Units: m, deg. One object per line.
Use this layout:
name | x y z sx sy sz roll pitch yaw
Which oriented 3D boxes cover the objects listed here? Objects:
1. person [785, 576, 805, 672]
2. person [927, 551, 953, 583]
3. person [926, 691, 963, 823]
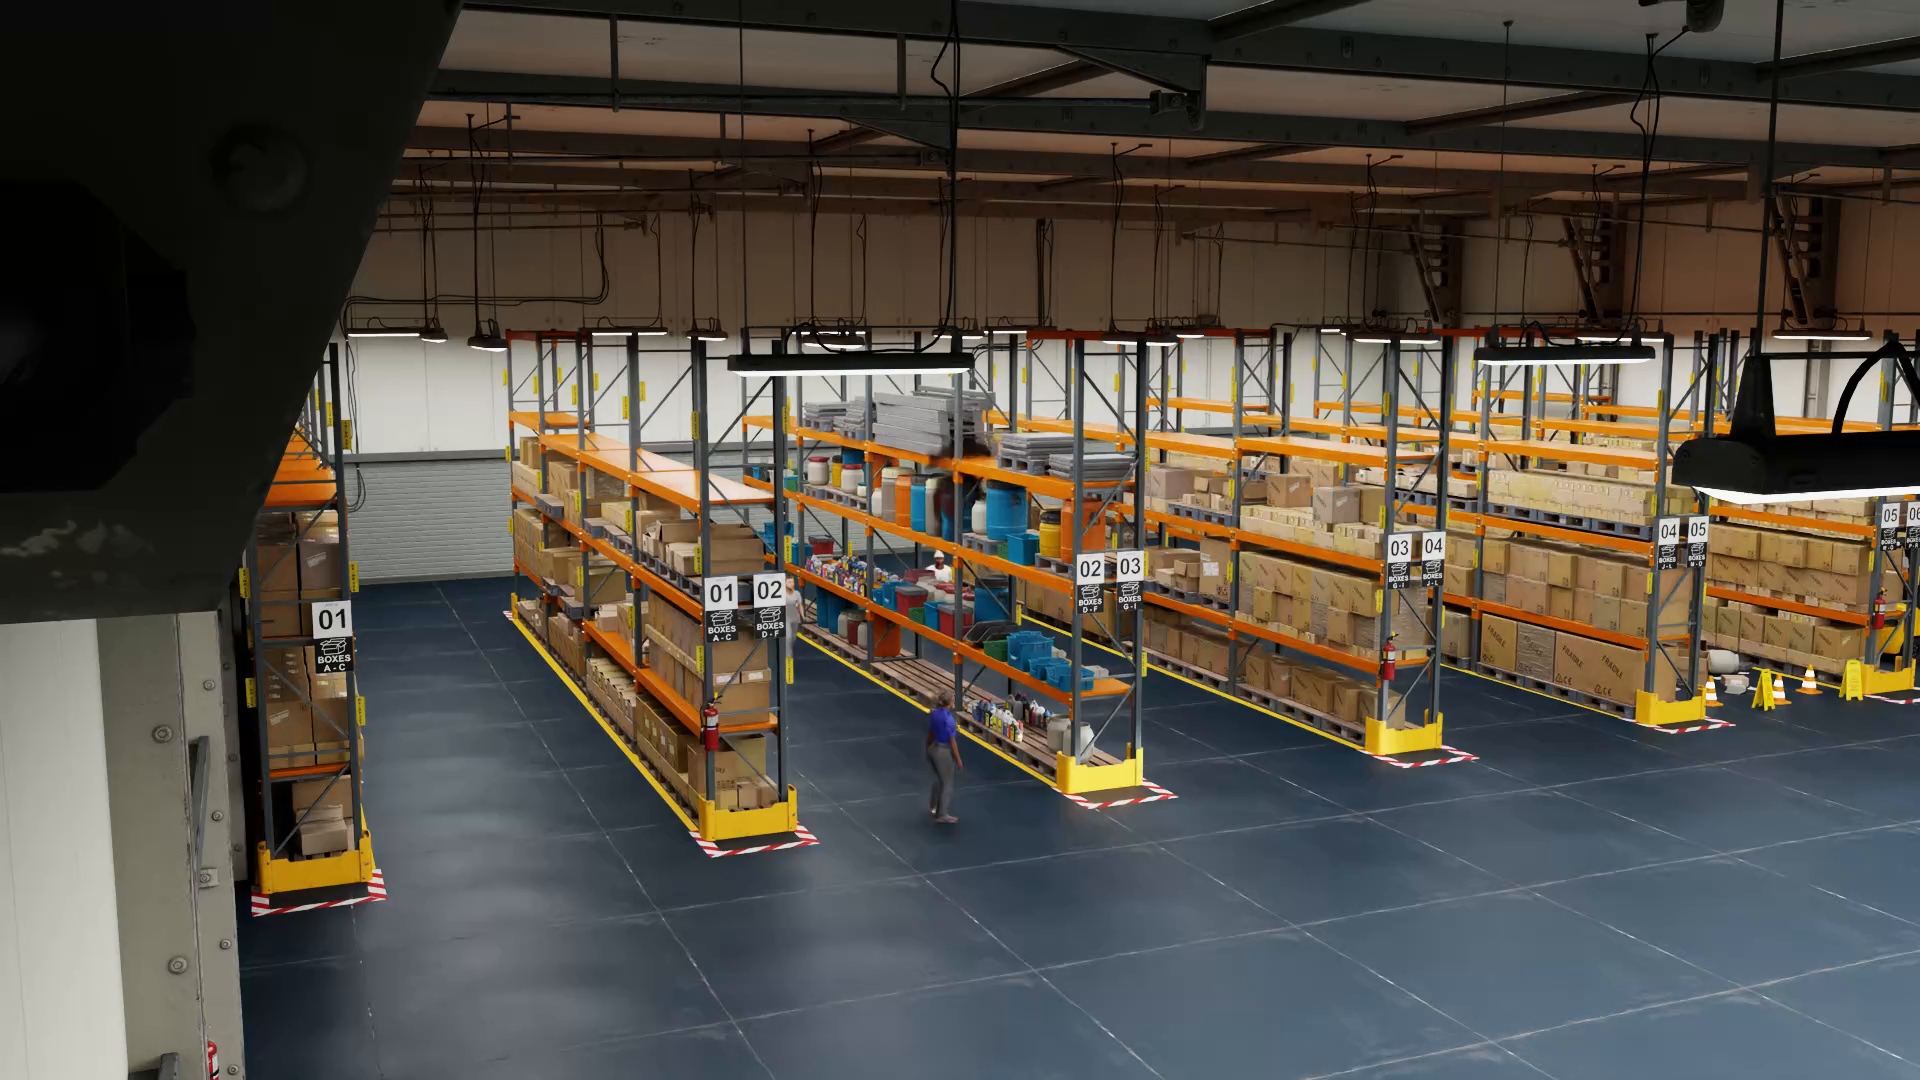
person | -3.072 1.484 29.913 0.529 1.663 0.932 -3 8 -21
person | -0.401 1.081 32.373 0.624 1.729 1.013 -2 8 -17
person | -0.210 2.729 20.812 0.340 1.706 0.570 -4 9 -26
